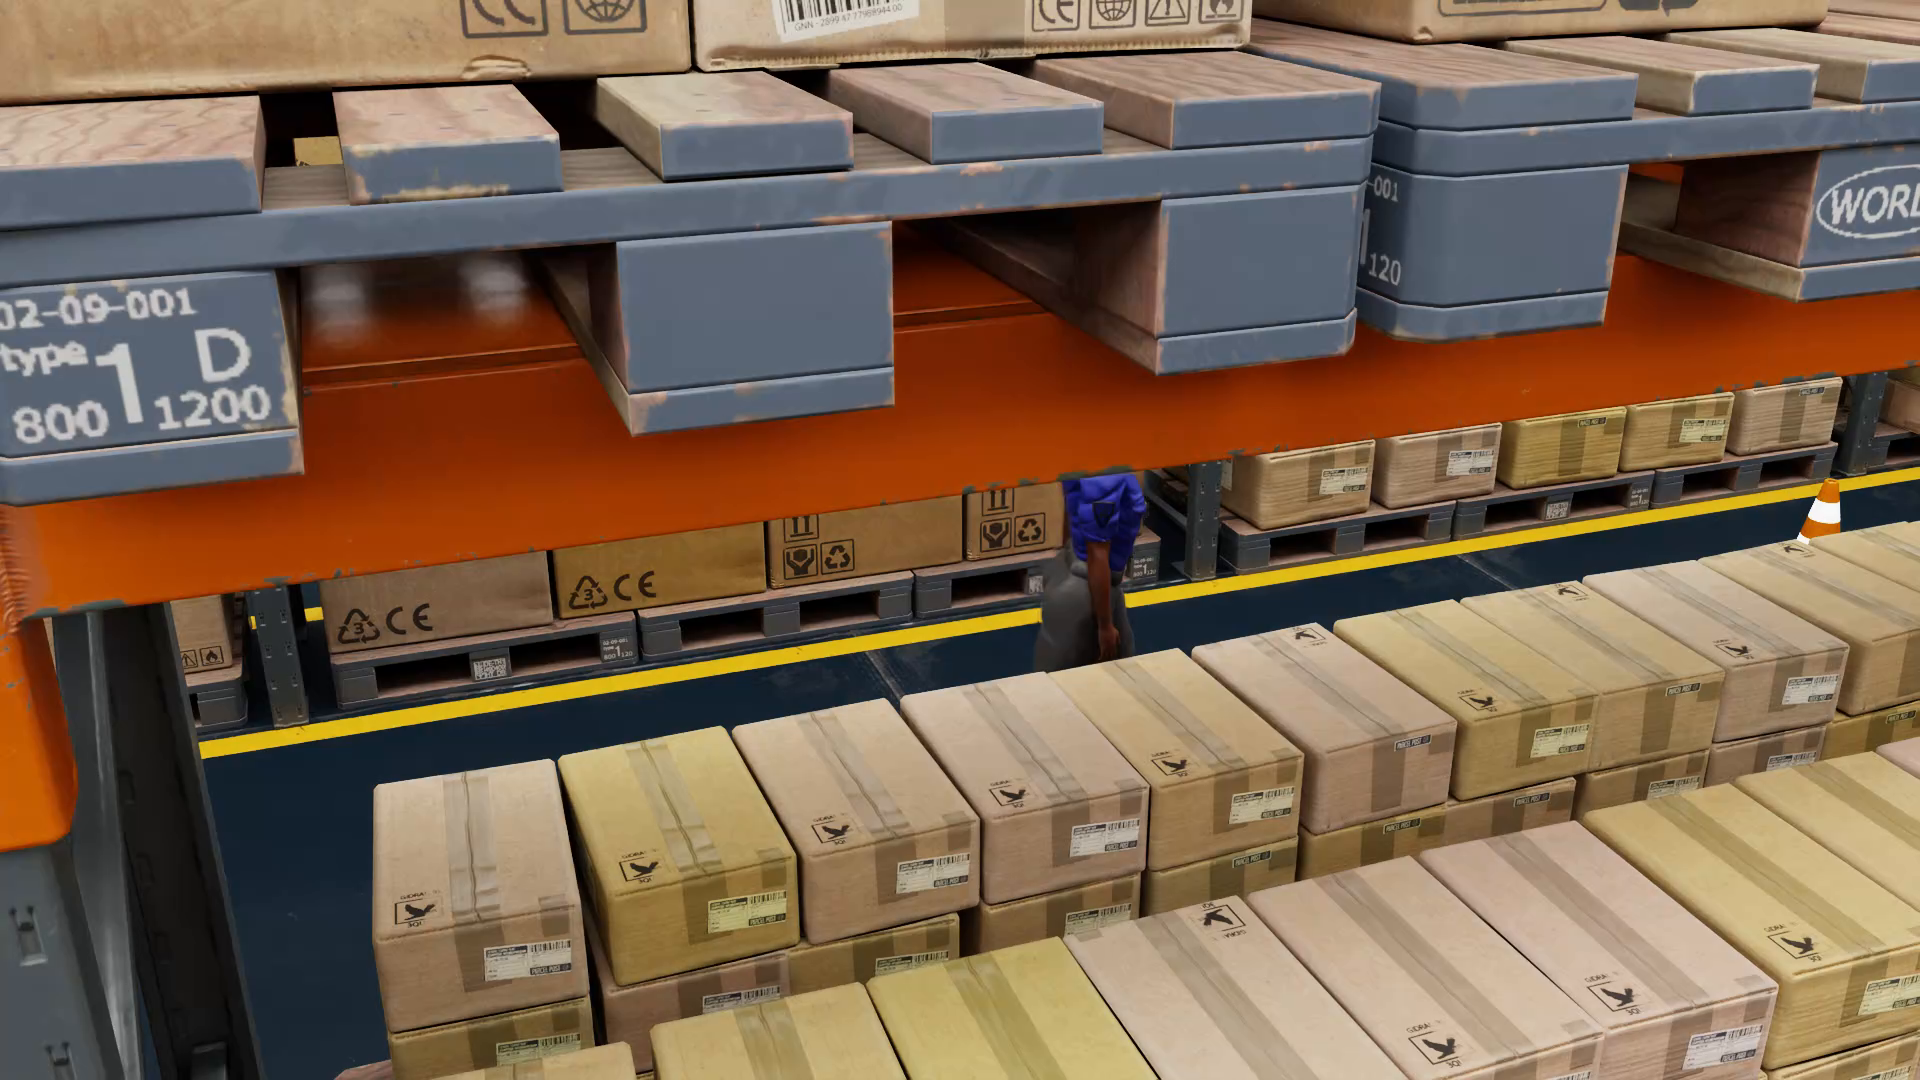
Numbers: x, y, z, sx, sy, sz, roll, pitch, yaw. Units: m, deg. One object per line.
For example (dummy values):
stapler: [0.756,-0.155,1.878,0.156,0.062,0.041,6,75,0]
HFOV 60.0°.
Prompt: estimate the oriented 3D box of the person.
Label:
person: [0.482,0.167,5.674,0.778,1.629,0.654,0,23,0]
